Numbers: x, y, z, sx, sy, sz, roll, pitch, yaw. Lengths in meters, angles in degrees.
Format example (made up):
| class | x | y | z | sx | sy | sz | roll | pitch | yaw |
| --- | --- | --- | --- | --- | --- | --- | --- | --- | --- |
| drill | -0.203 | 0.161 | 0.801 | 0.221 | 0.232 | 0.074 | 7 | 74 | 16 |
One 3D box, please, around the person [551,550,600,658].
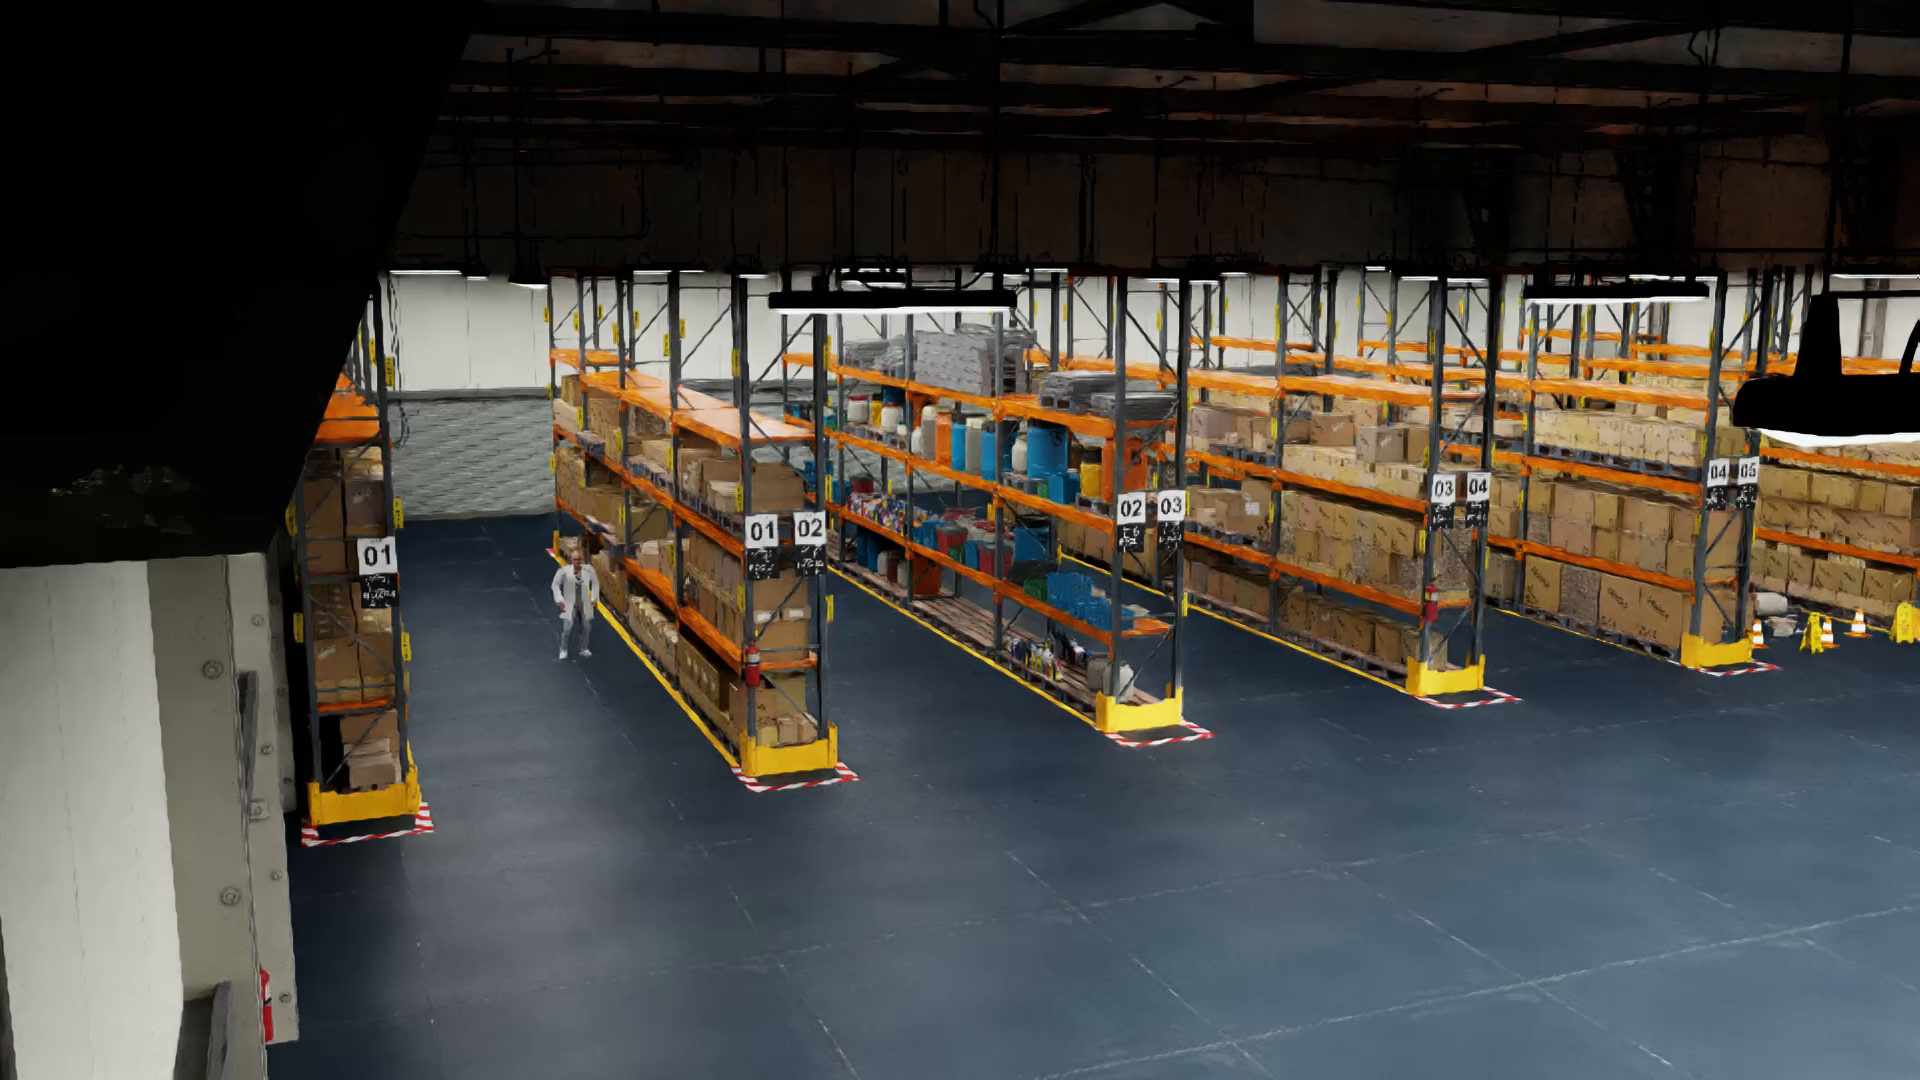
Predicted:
| class | x | y | z | sx | sy | sz | roll | pitch | yaw |
| --- | --- | --- | --- | --- | --- | --- | --- | --- | --- |
| person | -6.002 | 0.993 | 25.989 | 0.729 | 1.733 | 0.546 | -4 | 11 | -23 |
